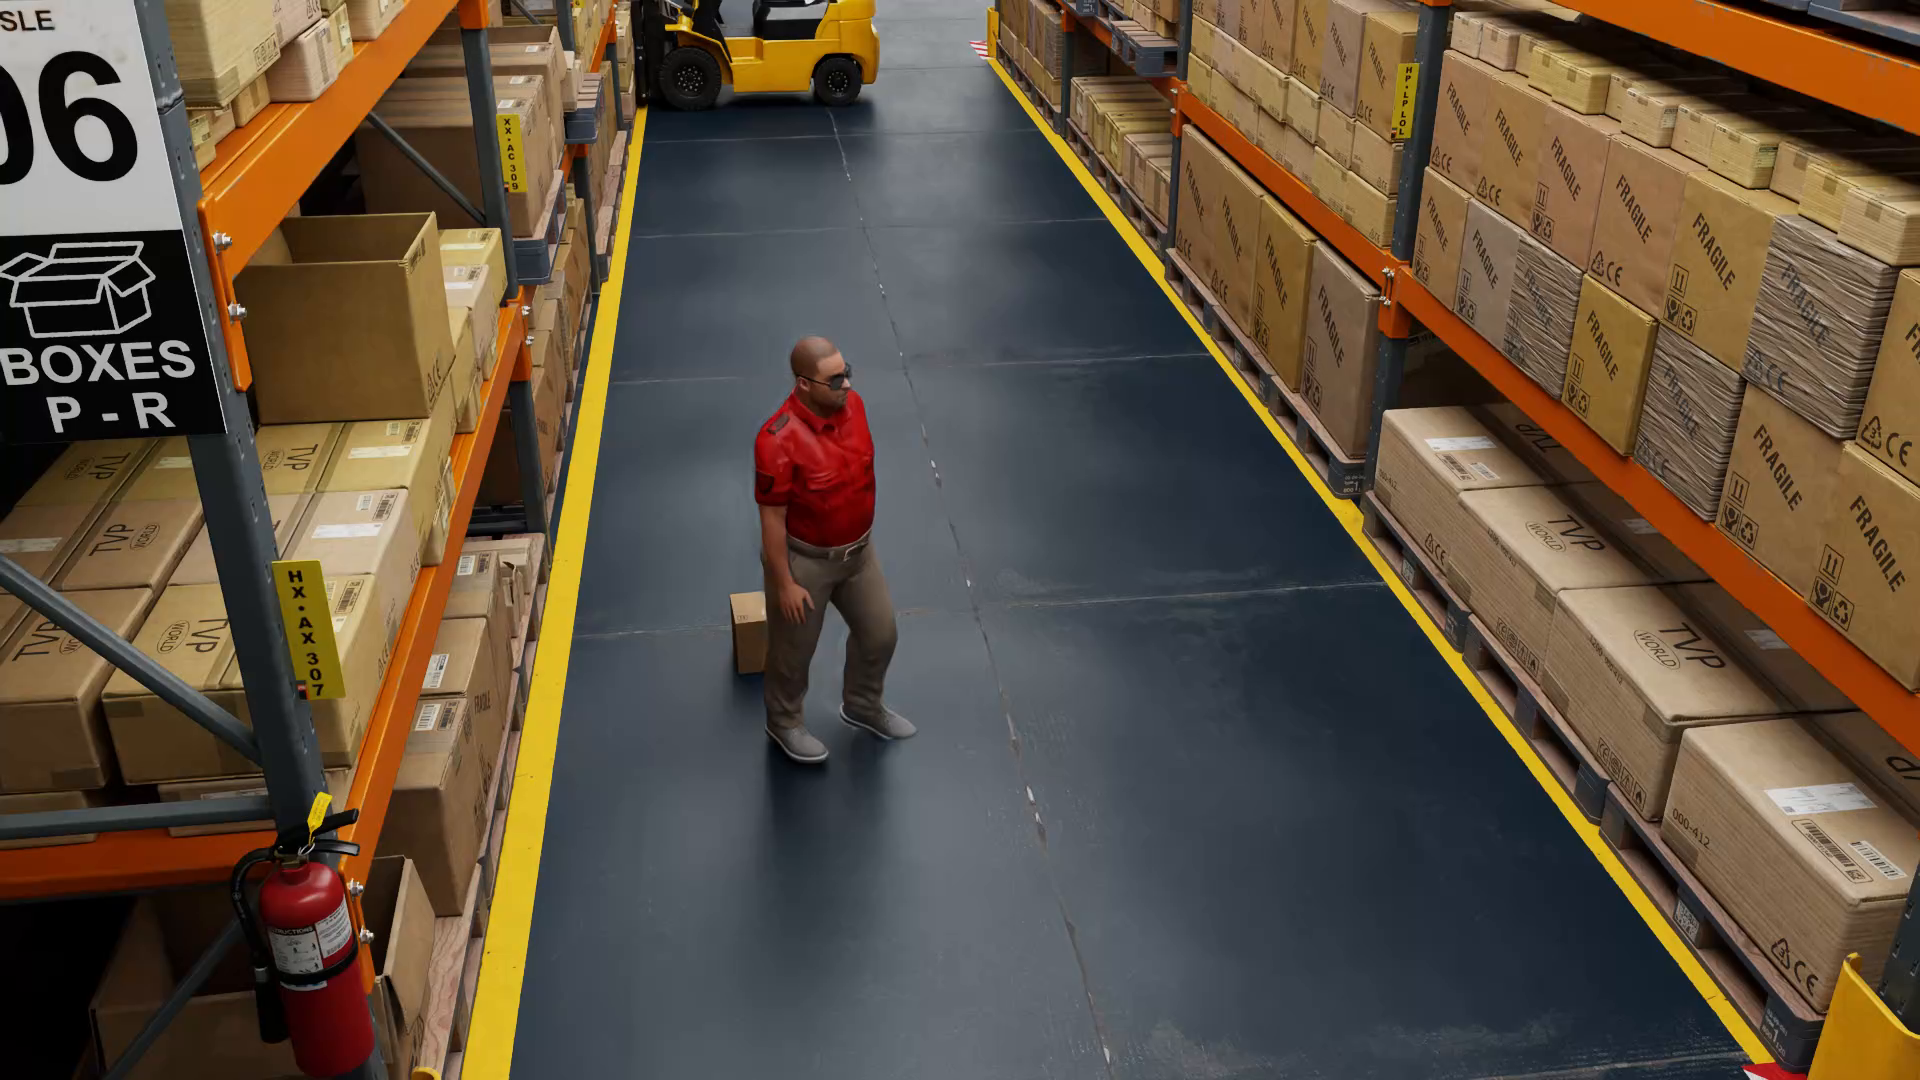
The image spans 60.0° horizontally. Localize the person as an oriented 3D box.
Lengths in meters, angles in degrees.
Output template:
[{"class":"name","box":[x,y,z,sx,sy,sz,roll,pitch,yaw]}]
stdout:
[{"class":"person","box":[-0.497,0.054,6.055,0.491,1.769,0.664,22,34,37]}]
